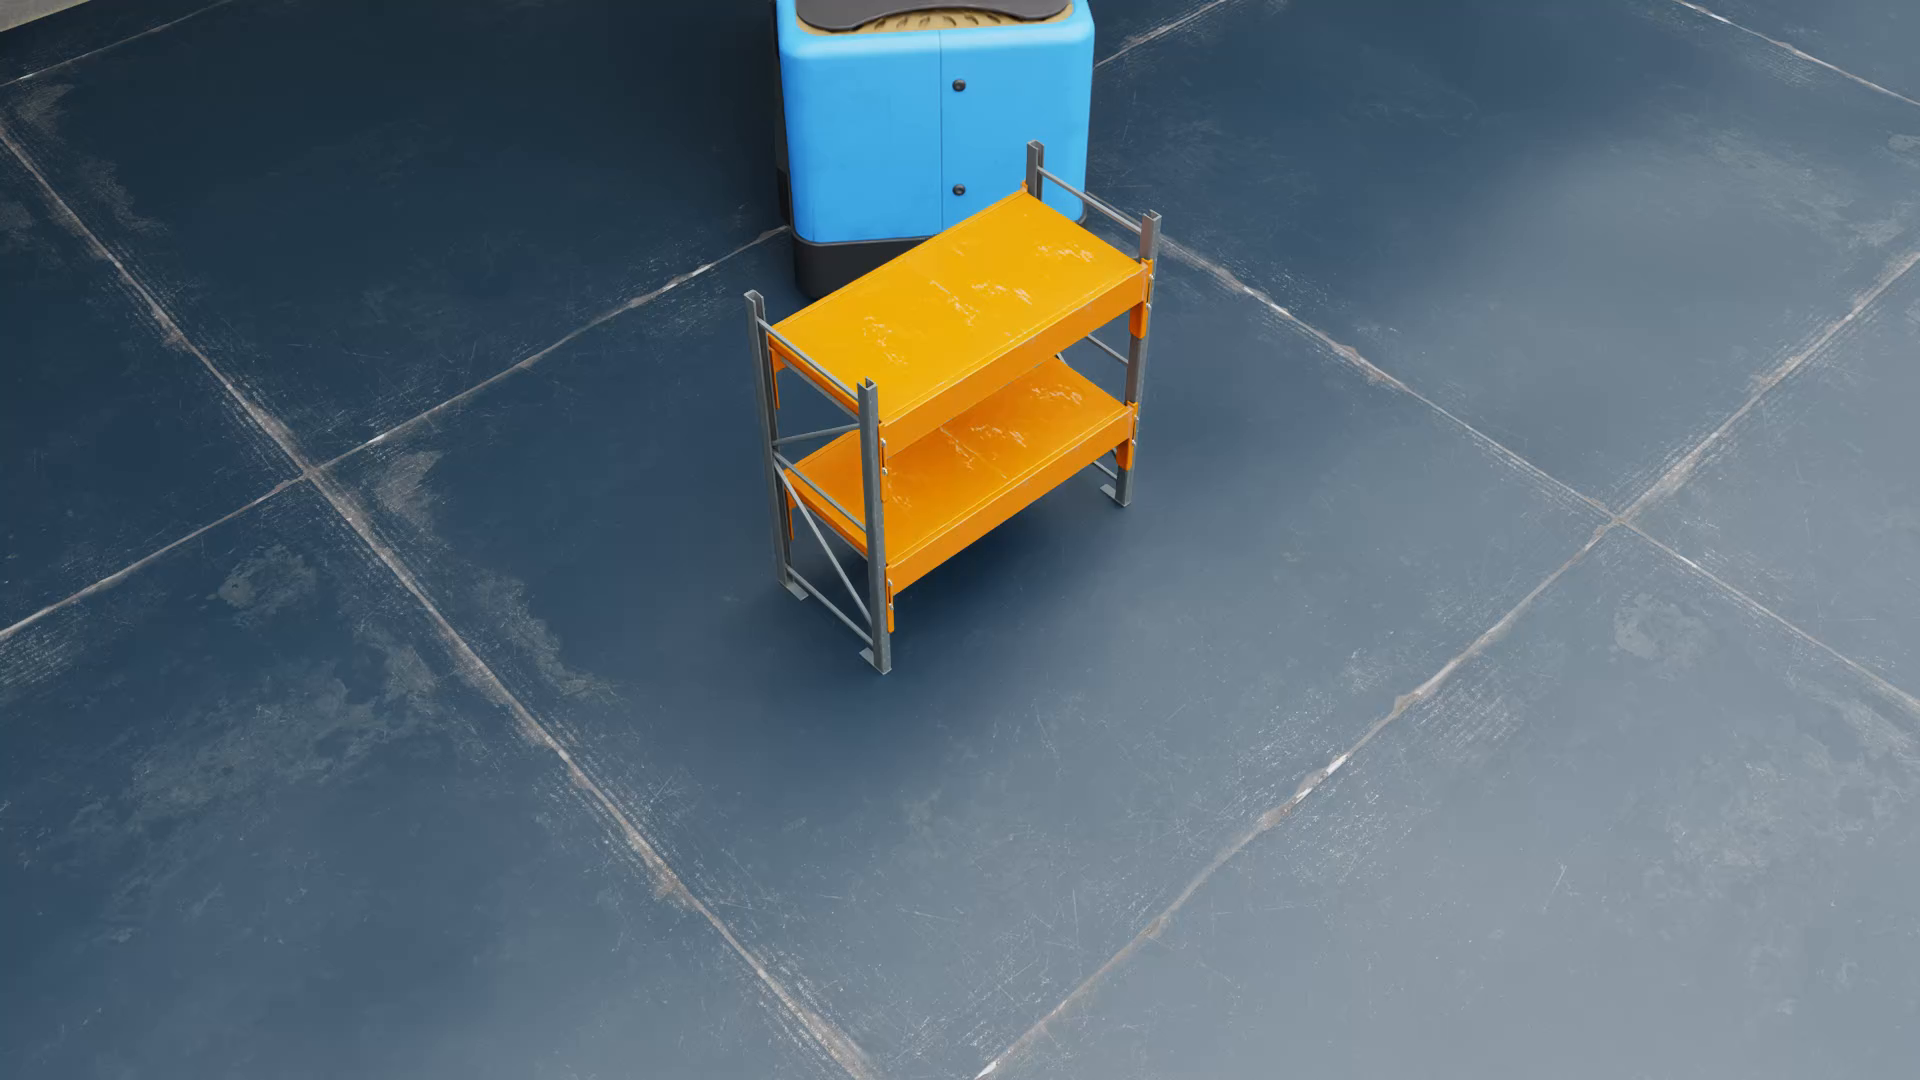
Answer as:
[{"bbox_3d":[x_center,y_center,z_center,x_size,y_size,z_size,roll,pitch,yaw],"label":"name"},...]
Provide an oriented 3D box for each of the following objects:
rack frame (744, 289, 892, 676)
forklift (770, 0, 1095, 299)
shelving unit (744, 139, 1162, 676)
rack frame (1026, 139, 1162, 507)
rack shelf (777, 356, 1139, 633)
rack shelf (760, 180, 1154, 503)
[{"bbox_3d":[-0.381,-0.127,4.602,0.032,1.125,0.500,-34,56,-27],"label":"rack frame"},{"bbox_3d":[-0.222,-2.945,5.973,1.130,2.935,3.031,-5,47,-4],"label":"forklift"},{"bbox_3d":[-0.005,-0.378,4.834,1.048,1.125,0.538,-34,56,-27],"label":"shelving unit"},{"bbox_3d":[0.371,-0.629,5.065,0.032,1.125,0.500,-34,56,-27],"label":"rack frame"},{"bbox_3d":[-0.005,-0.212,5.013,1.000,0.278,0.538,-34,56,-27],"label":"rack shelf"},{"bbox_3d":[-0.005,-0.577,4.618,1.000,0.278,0.538,-34,56,-27],"label":"rack shelf"}]
